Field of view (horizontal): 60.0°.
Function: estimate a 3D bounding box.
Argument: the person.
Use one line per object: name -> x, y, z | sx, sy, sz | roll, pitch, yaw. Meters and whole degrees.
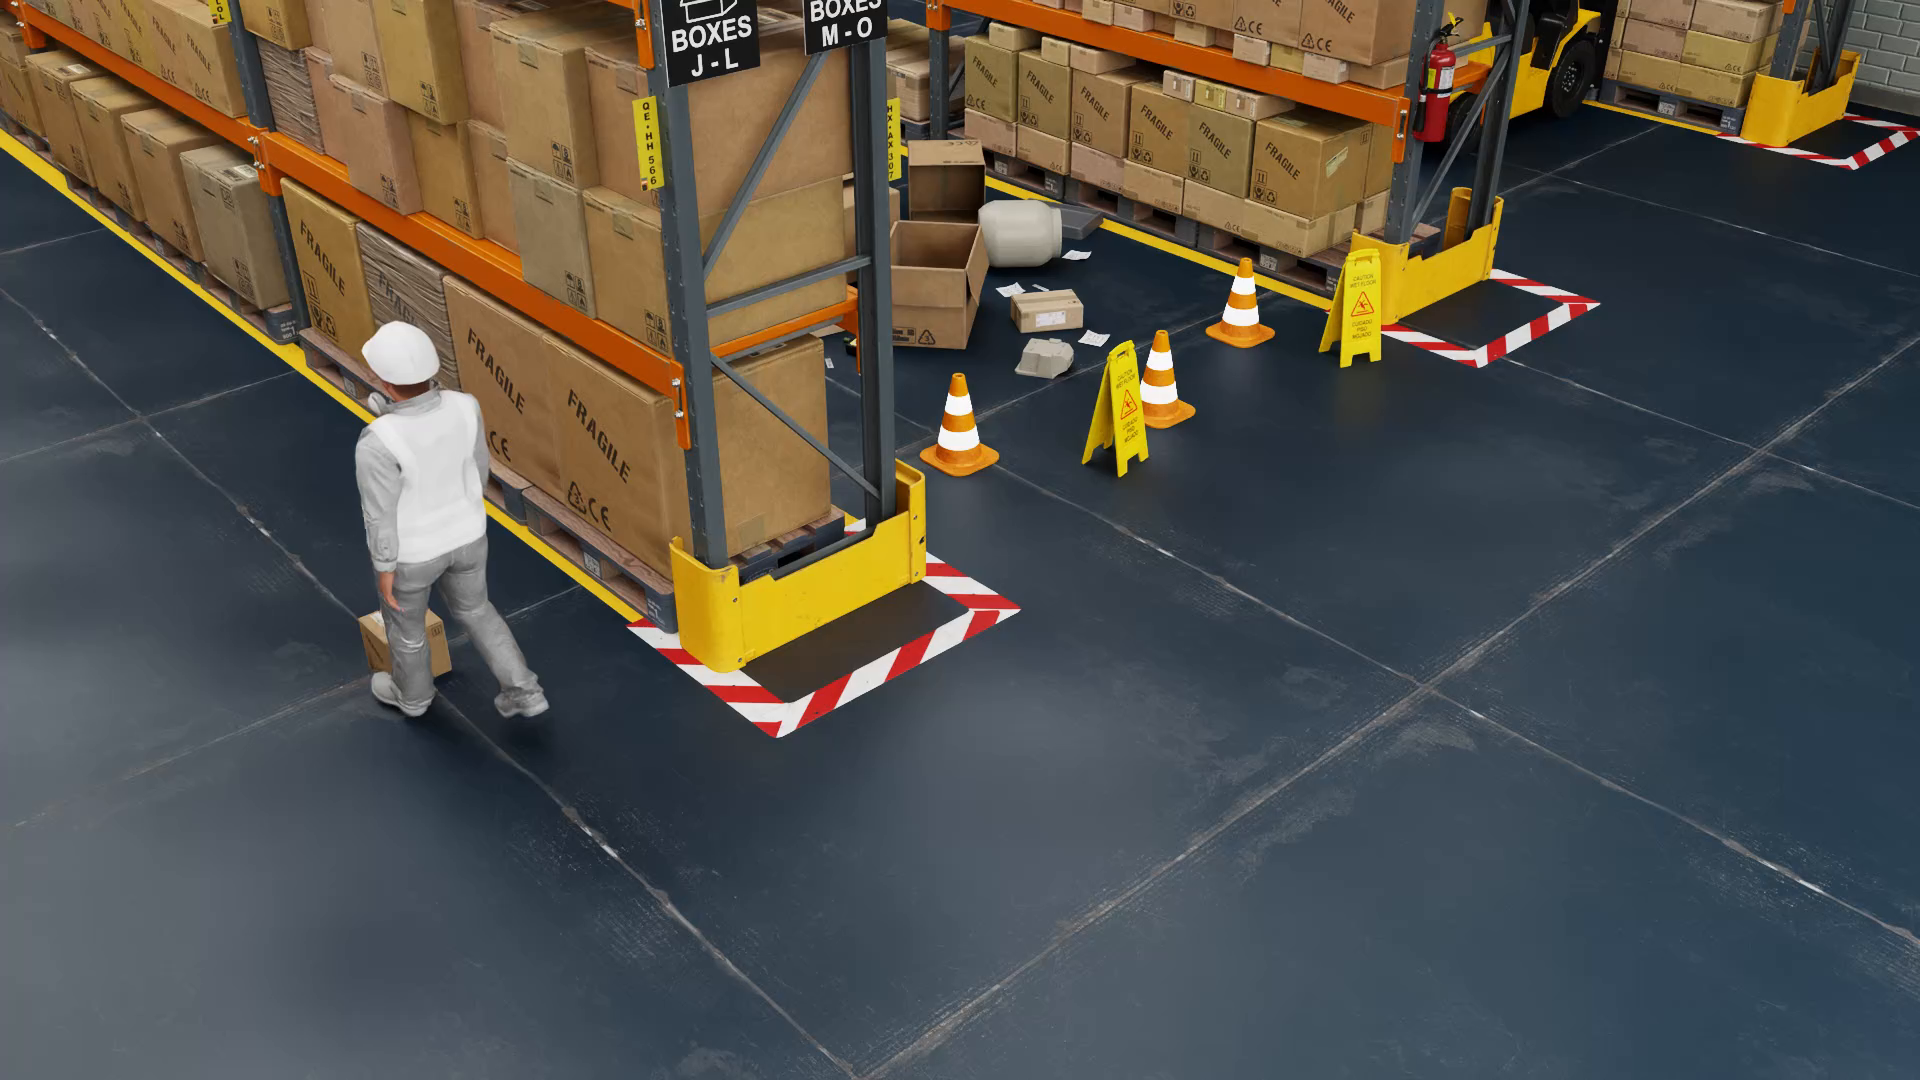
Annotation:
person -> -1.990, -0.038, 6.189 | 0.839, 1.749, 0.547 | 25, 39, 35
